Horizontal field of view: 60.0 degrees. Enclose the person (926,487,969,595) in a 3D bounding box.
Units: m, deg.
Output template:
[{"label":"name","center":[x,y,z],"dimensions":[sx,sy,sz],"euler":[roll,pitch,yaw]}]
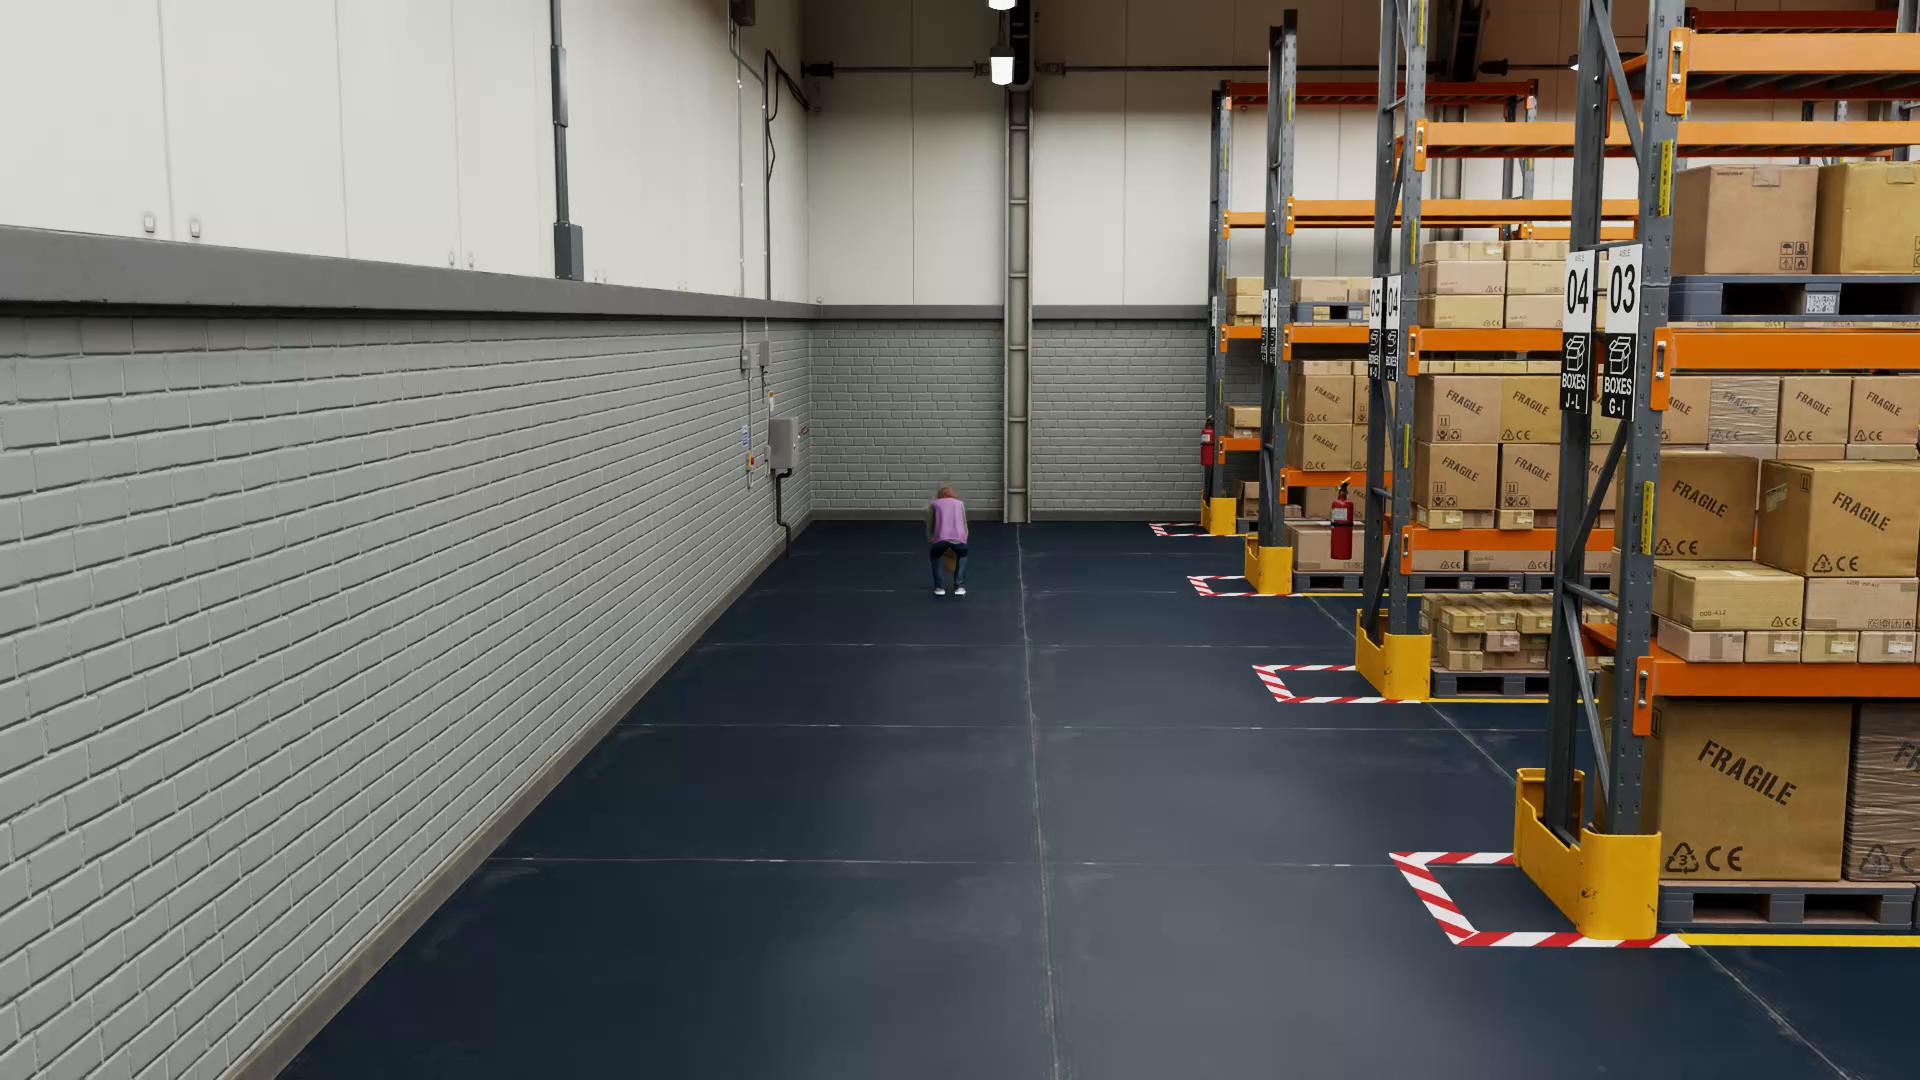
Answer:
[{"label":"person","center":[-0.139,0.025,17.575],"dimensions":[0.461,1.097,0.736],"euler":[0,7,1]}]
